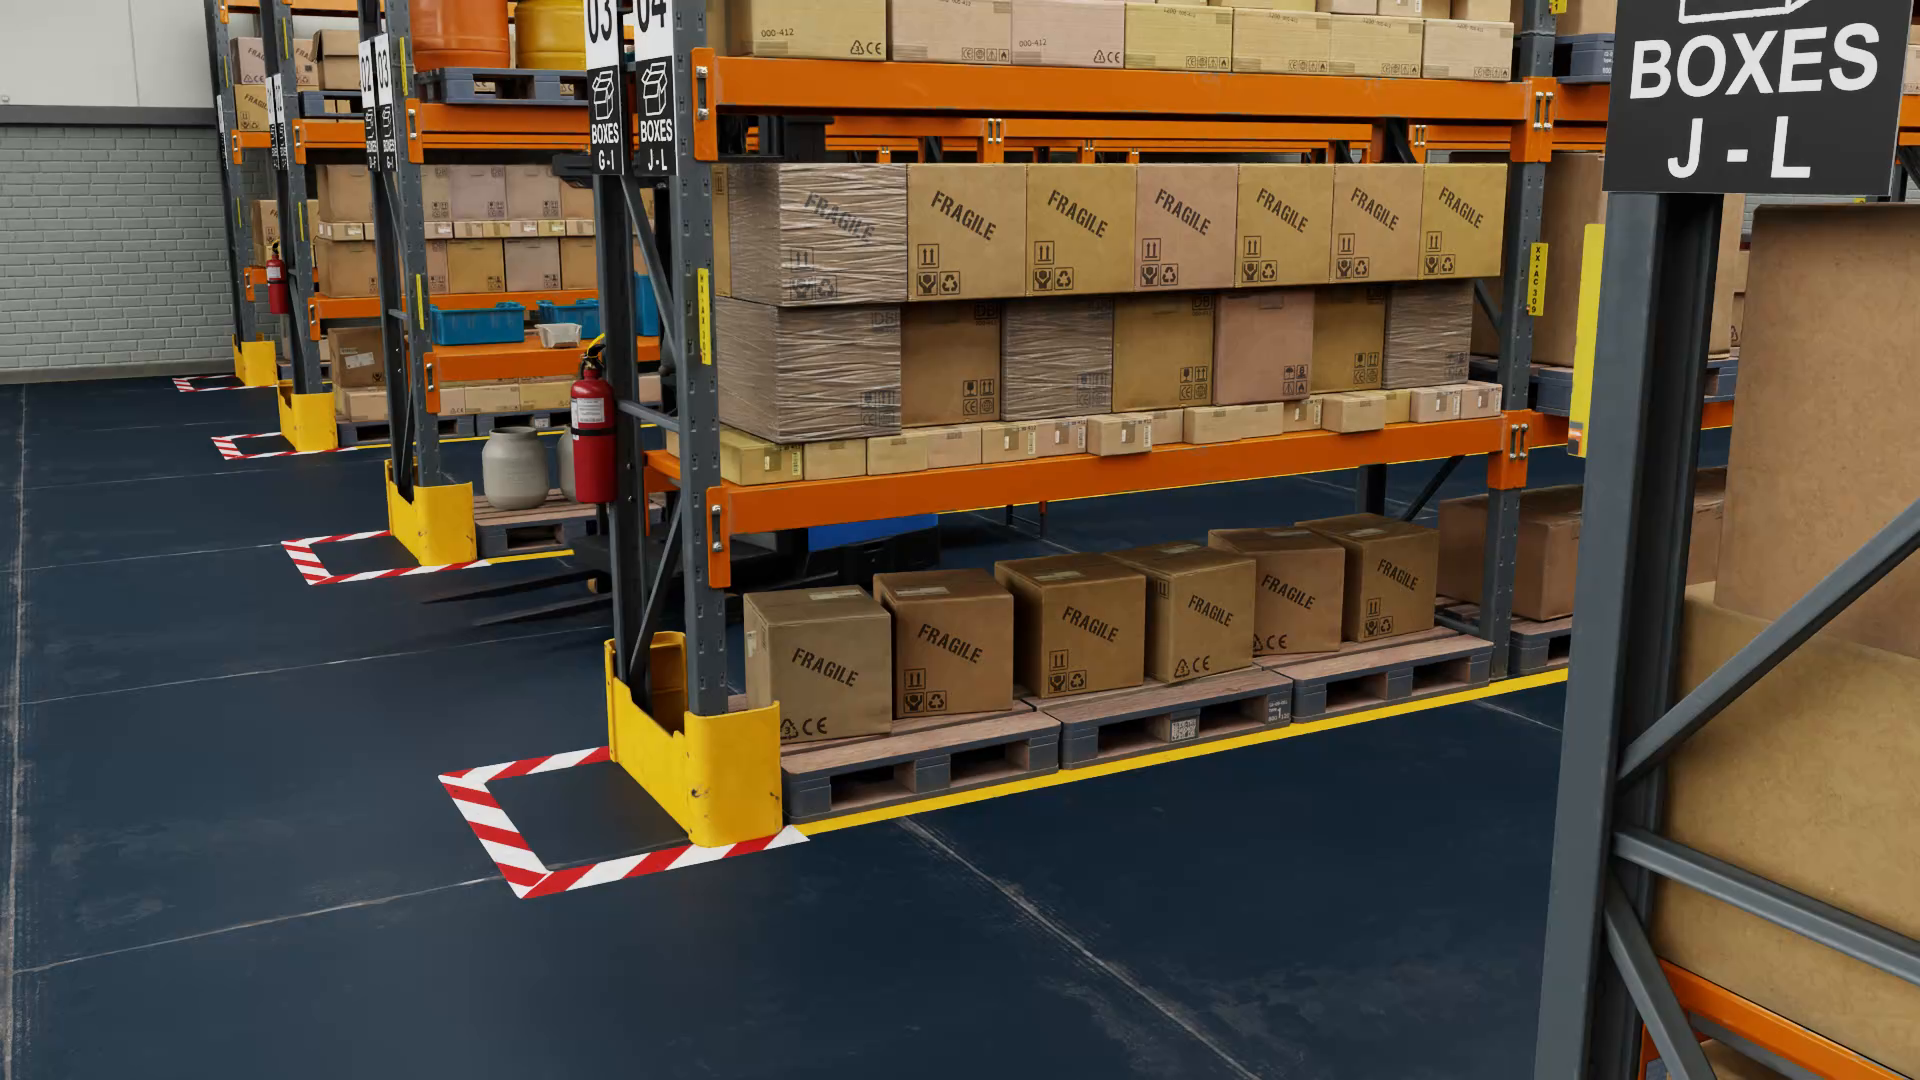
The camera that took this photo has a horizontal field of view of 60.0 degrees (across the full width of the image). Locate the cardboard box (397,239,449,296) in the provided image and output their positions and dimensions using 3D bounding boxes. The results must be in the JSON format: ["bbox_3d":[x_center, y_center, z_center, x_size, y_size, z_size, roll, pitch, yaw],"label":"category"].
[{"bbox_3d":[-5.011,-2.514,15.220,0.500,0.500,0.700,-6,14,-26],"label":"cardboard box"}]

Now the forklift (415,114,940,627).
[{"bbox_3d":[-1.529,-1.073,9.202,3.031,2.935,1.130,-12,17,-43],"label":"forklift"}]

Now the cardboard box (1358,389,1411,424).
[{"bbox_3d":[1.849,-0.632,7.660,0.250,0.149,0.380,-7,14,-28],"label":"cardboard box"}]

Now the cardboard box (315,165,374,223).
[{"bbox_3d":[-5.423,-3.096,14.852,0.500,0.500,0.700,-7,14,-28],"label":"cardboard box"}]

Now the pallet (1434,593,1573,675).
[{"bbox_3d":[3.052,0.405,8.830,1.213,0.211,1.003,-7,14,-28],"label":"pallet"}]

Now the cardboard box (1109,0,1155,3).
[{"bbox_3d":[0.565,-2.187,6.598,0.250,0.149,0.380,-7,14,-28],"label":"cardboard box"}]

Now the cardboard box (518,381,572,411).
[{"bbox_3d":[-3.991,-1.397,15.789,0.500,0.250,0.500,-7,14,-28],"label":"cardboard box"}]

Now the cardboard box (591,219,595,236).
[{"bbox_3d":[-3.404,-2.972,15.777,0.250,0.149,0.380,-7,14,-28],"label":"cardboard box"}]

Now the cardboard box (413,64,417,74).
[{"bbox_3d":[-5.001,-4.198,15.163,0.500,0.250,0.500,-7,14,-28],"label":"cardboard box"}]

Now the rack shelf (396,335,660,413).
[{"bbox_3d":[-1.760,-1.267,11.544,4.000,0.370,1.077,-7,14,-28],"label":"rack shelf"}]

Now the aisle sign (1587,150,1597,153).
[{"bbox_3d":[8.365,-5.262,21.737,0.004,0.787,0.394,-7,14,-28],"label":"aisle sign"}]

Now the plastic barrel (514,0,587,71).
[{"bbox_3d":[-2.575,-3.312,10.776,0.600,0.588,0.600,0,13,0],"label":"plastic barrel"}]

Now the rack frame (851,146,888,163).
[{"bbox_3d":[-1.240,-4.158,22.753,0.127,3.000,1.000,-7,14,-28],"label":"rack frame"}]

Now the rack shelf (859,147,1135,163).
[{"bbox_3d":[0.515,-5.481,23.438,4.000,0.370,1.077,-7,14,-28],"label":"rack shelf"}]

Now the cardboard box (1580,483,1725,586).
[{"bbox_3d":[3.837,-0.035,9.122,0.500,0.500,0.700,-8,15,-33],"label":"cardboard box"}]

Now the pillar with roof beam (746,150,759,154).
[{"bbox_3d":[-0.733,-6.285,18.541,0.400,9.000,9.100,-7,14,-28],"label":"pillar with roof beam"}]

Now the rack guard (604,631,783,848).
[{"bbox_3d":[-1.075,0.759,6.599,0.348,0.500,1.175,-7,14,-28],"label":"rack guard"}]

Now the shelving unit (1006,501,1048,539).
[{"bbox_3d":[0.006,-0.549,10.989,1.048,1.125,0.538,-7,14,-28],"label":"shelving unit"}]

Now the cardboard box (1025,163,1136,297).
[{"bbox_3d":[0.352,-1.244,6.622,0.500,0.500,0.500,-7,14,-28],"label":"cardboard box"}]

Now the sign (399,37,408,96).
[{"bbox_3d":[-3.255,-2.769,9.727,0.005,0.325,0.100,-7,14,-28],"label":"sign"}]

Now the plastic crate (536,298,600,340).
[{"bbox_3d":[-2.647,-1.512,11.335,0.408,0.251,0.499,-7,14,-28],"label":"plastic crate"}]

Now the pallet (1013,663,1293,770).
[{"bbox_3d":[0.724,0.694,7.546,1.213,0.211,1.003,-7,14,-28],"label":"pallet"}]

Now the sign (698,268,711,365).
[{"bbox_3d":[-0.882,-0.771,5.729,0.005,0.325,0.100,-7,14,-28],"label":"sign"}]

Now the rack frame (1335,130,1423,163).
[{"bbox_3d":[3.507,-2.249,14.270,0.127,3.000,1.000,-7,14,-28],"label":"rack frame"}]

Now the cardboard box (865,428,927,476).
[{"bbox_3d":[-0.322,-0.360,6.450,0.250,0.149,0.380,-7,14,-28],"label":"cardboard box"}]

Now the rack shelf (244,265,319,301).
[{"bbox_3d":[-6.507,-3.176,20.028,4.000,0.370,1.077,-7,14,-28],"label":"rack shelf"}]

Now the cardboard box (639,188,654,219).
[{"bbox_3d":[-3.204,-3.363,16.040,0.500,0.500,0.700,-7,14,-28],"label":"cardboard box"}]

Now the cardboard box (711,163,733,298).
[{"bbox_3d":[-0.778,-1.240,6.604,0.500,0.500,0.500,-7,14,-28],"label":"cardboard box"}]

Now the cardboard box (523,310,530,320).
[{"bbox_3d":[-5.643,-2.615,20.590,0.500,0.500,0.500,-8,15,-32],"label":"cardboard box"}]

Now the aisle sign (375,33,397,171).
[{"bbox_3d":[-3.438,-2.611,9.960,0.004,0.787,0.394,-7,14,-28],"label":"aisle sign"}]

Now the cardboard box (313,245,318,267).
[{"bbox_3d":[-7.233,-3.301,19.239,0.500,0.250,0.500,-7,15,-30],"label":"cardboard box"}]

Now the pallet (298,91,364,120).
[{"bbox_3d":[-5.252,-3.852,14.762,1.213,0.211,1.003,-7,14,-28],"label":"pallet"}]

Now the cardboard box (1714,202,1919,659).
[{"bbox_3d":[1.490,-0.118,2.000,0.550,0.550,0.875,-7,14,-28],"label":"cardboard box"}]

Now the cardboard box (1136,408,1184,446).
[{"bbox_3d":[0.741,-0.505,7.094,0.250,0.149,0.380,-7,14,-28],"label":"cardboard box"}]

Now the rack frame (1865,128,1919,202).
[{"bbox_3d":[5.880,-1.294,10.029,0.127,3.000,1.000,-7,14,-28],"label":"rack frame"}]

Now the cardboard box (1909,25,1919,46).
[{"bbox_3d":[4.694,-2.847,8.729,0.500,0.500,0.500,-7,14,-27],"label":"cardboard box"}]

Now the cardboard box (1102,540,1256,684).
[{"bbox_3d":[0.992,0.318,7.603,0.500,0.500,0.500,-8,15,-33],"label":"cardboard box"}]

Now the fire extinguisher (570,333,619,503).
[{"bbox_3d":[-1.463,-0.492,6.639,0.183,0.674,0.296,-7,14,-28],"label":"fire extinguisher"}]

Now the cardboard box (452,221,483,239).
[{"bbox_3d":[-4.532,-2.836,15.174,0.250,0.149,0.380,-7,15,-30],"label":"cardboard box"}]

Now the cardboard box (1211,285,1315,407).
[{"bbox_3d":[1.098,-0.914,7.434,0.500,0.500,0.875,-7,14,-28],"label":"cardboard box"}]

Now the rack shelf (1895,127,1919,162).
[{"bbox_3d":[7.635,-2.617,10.713,4.000,0.370,1.077,-7,14,-28],"label":"rack shelf"}]

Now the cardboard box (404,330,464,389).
[{"bbox_3d":[-4.870,-1.658,15.243,0.500,0.500,0.500,-7,14,-28],"label":"cardboard box"}]

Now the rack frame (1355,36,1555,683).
[{"bbox_3d":[2.369,-0.874,8.159,0.127,3.000,1.000,-7,14,-28],"label":"rack frame"}]

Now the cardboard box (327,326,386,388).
[{"bbox_3d":[-5.557,-1.705,15.453,0.500,0.500,0.500,-7,14,-28],"label":"cardboard box"}]

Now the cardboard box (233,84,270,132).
[{"bbox_3d":[-7.849,-4.825,18.614,0.500,0.500,0.500,-6,14,-26],"label":"cardboard box"}]

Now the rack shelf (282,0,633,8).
[{"bbox_3d":[-4.130,-4.953,15.173,4.000,0.370,1.077,-7,14,-28],"label":"rack shelf"}]

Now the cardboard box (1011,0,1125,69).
[{"bbox_3d":[0.291,-1.951,6.454,0.500,0.250,0.500,-7,14,-28],"label":"cardboard box"}]

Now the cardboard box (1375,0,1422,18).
[{"bbox_3d":[1.765,-2.315,7.165,0.250,0.149,0.380,-8,15,-31],"label":"cardboard box"}]

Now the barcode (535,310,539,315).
[{"bbox_3d":[-5.340,-2.878,21.028,0.075,0.075,0.001,-7,14,-28],"label":"barcode"}]
